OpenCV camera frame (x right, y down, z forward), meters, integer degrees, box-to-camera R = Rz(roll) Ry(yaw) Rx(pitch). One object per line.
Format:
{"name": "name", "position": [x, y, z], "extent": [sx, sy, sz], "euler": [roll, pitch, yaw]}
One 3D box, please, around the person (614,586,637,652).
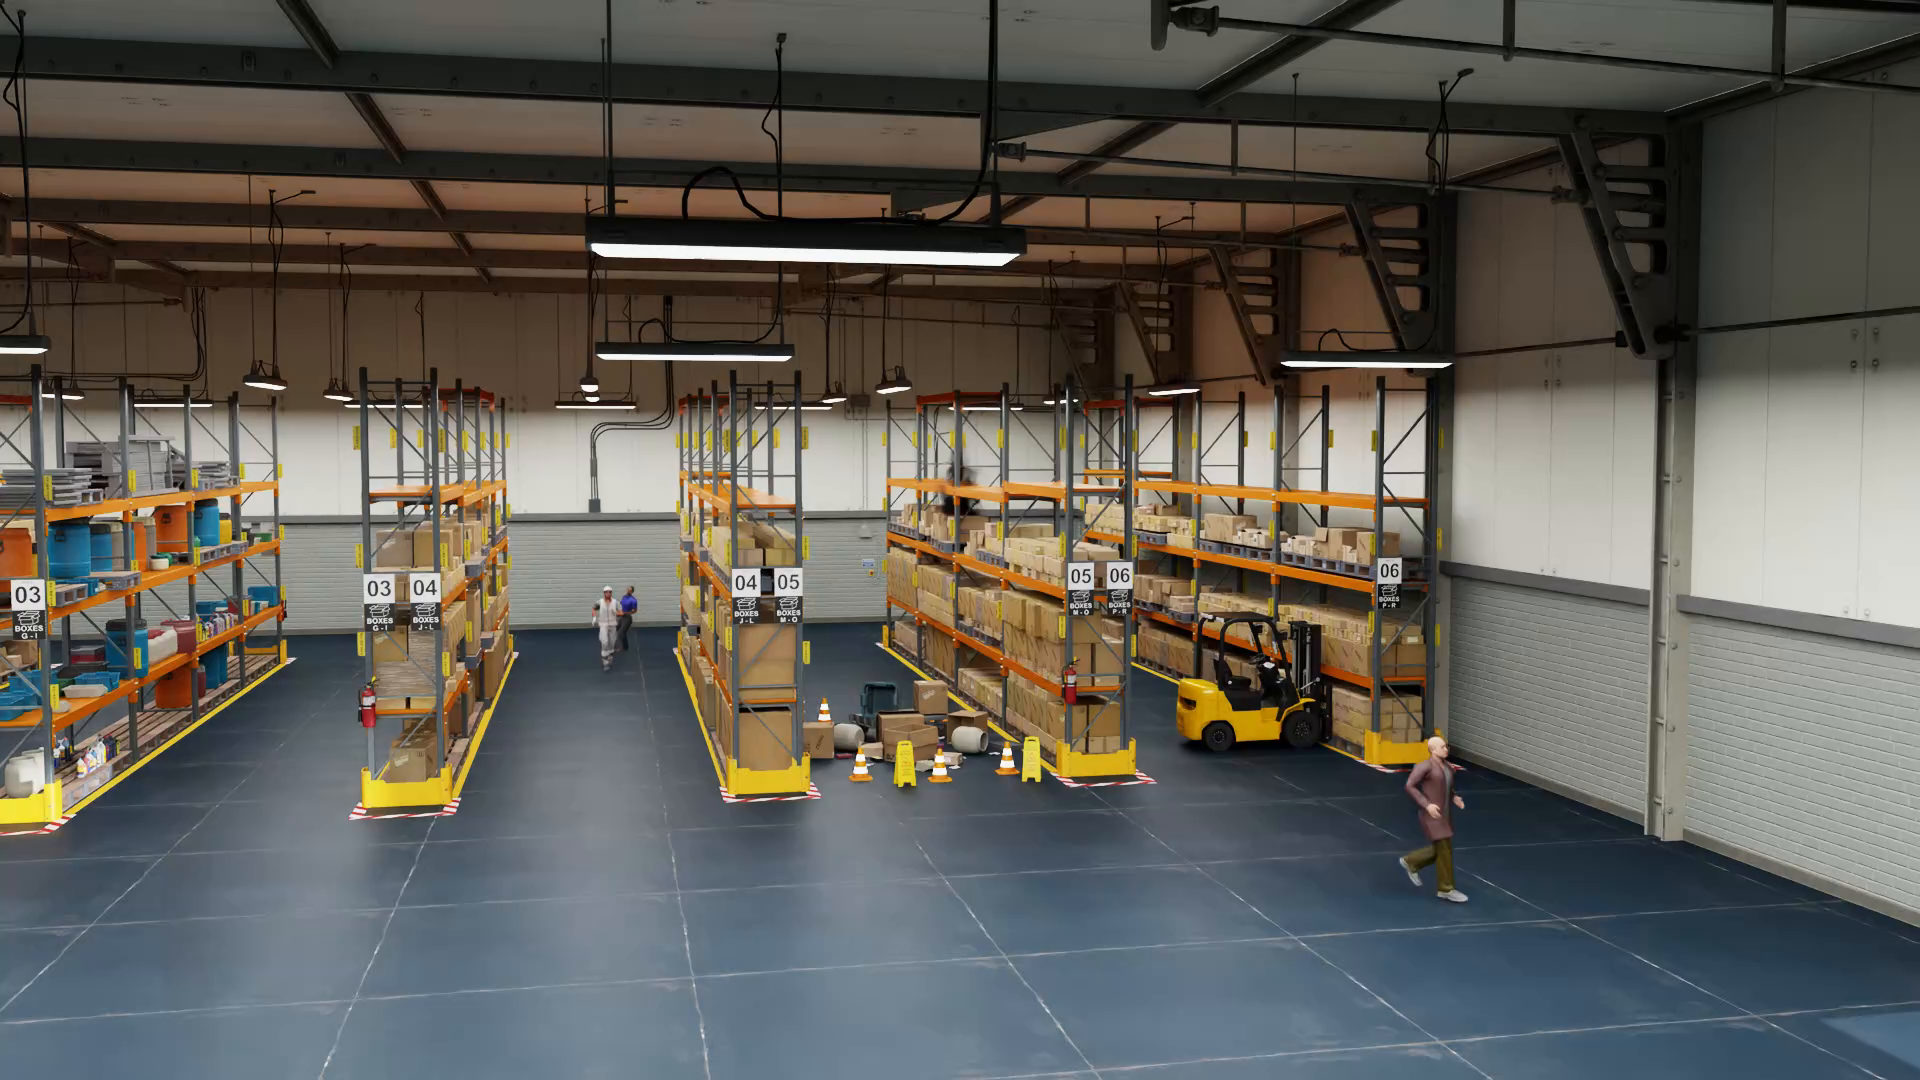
{"name": "person", "position": [-7.914, 1.899, 39.012], "extent": [0.696, 1.631, 0.609], "euler": [2, 4, 31]}

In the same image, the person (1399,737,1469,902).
{"name": "person", "position": [5.184, 3.028, 18.233], "extent": [0.883, 1.760, 0.720], "euler": [3, 5, 45]}

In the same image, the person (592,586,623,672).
{"name": "person", "position": [-7.711, 1.919, 36.416], "extent": [0.655, 1.817, 0.910], "euler": [-1, 4, -19]}
